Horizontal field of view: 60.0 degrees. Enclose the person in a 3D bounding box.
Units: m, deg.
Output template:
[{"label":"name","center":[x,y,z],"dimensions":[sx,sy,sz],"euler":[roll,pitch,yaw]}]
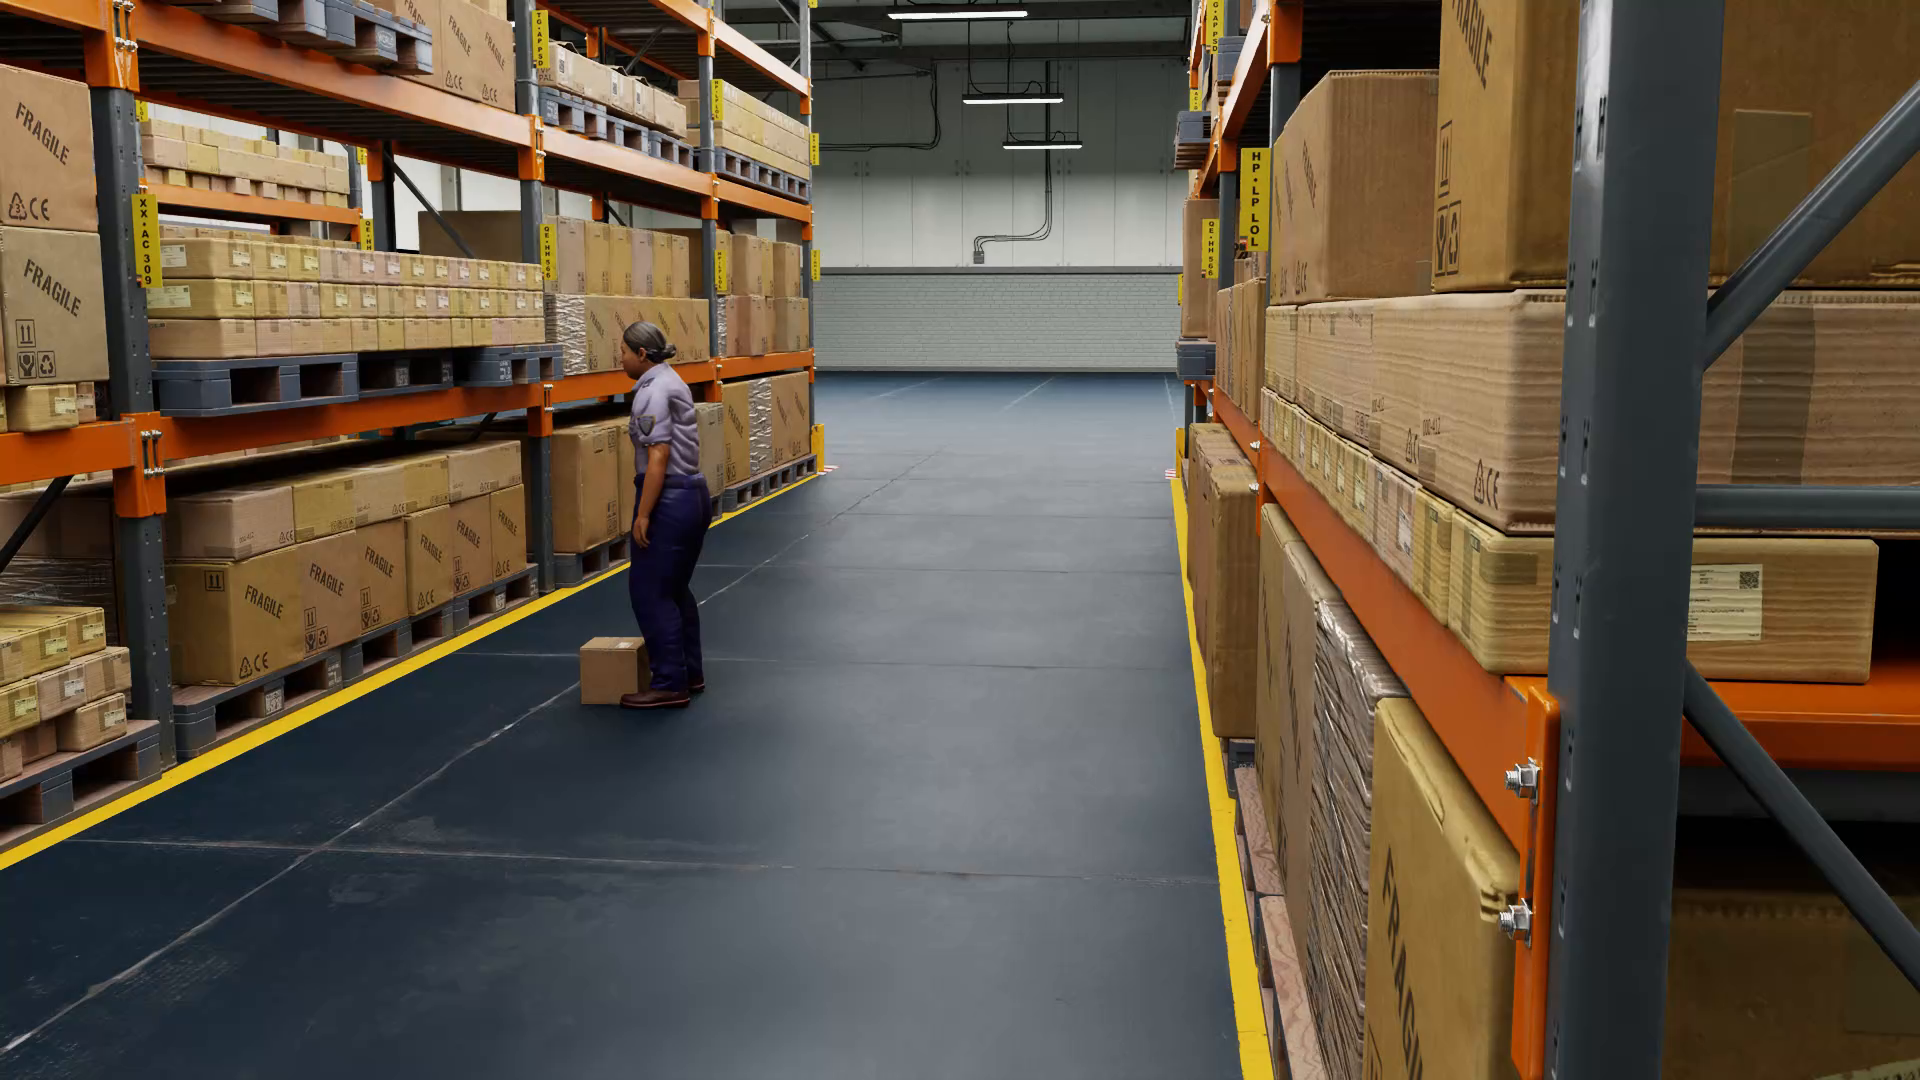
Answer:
[{"label":"person","center":[-1.274,-0.118,7.203],"dimensions":[0.367,1.652,0.543],"euler":[1,8,6]}]
